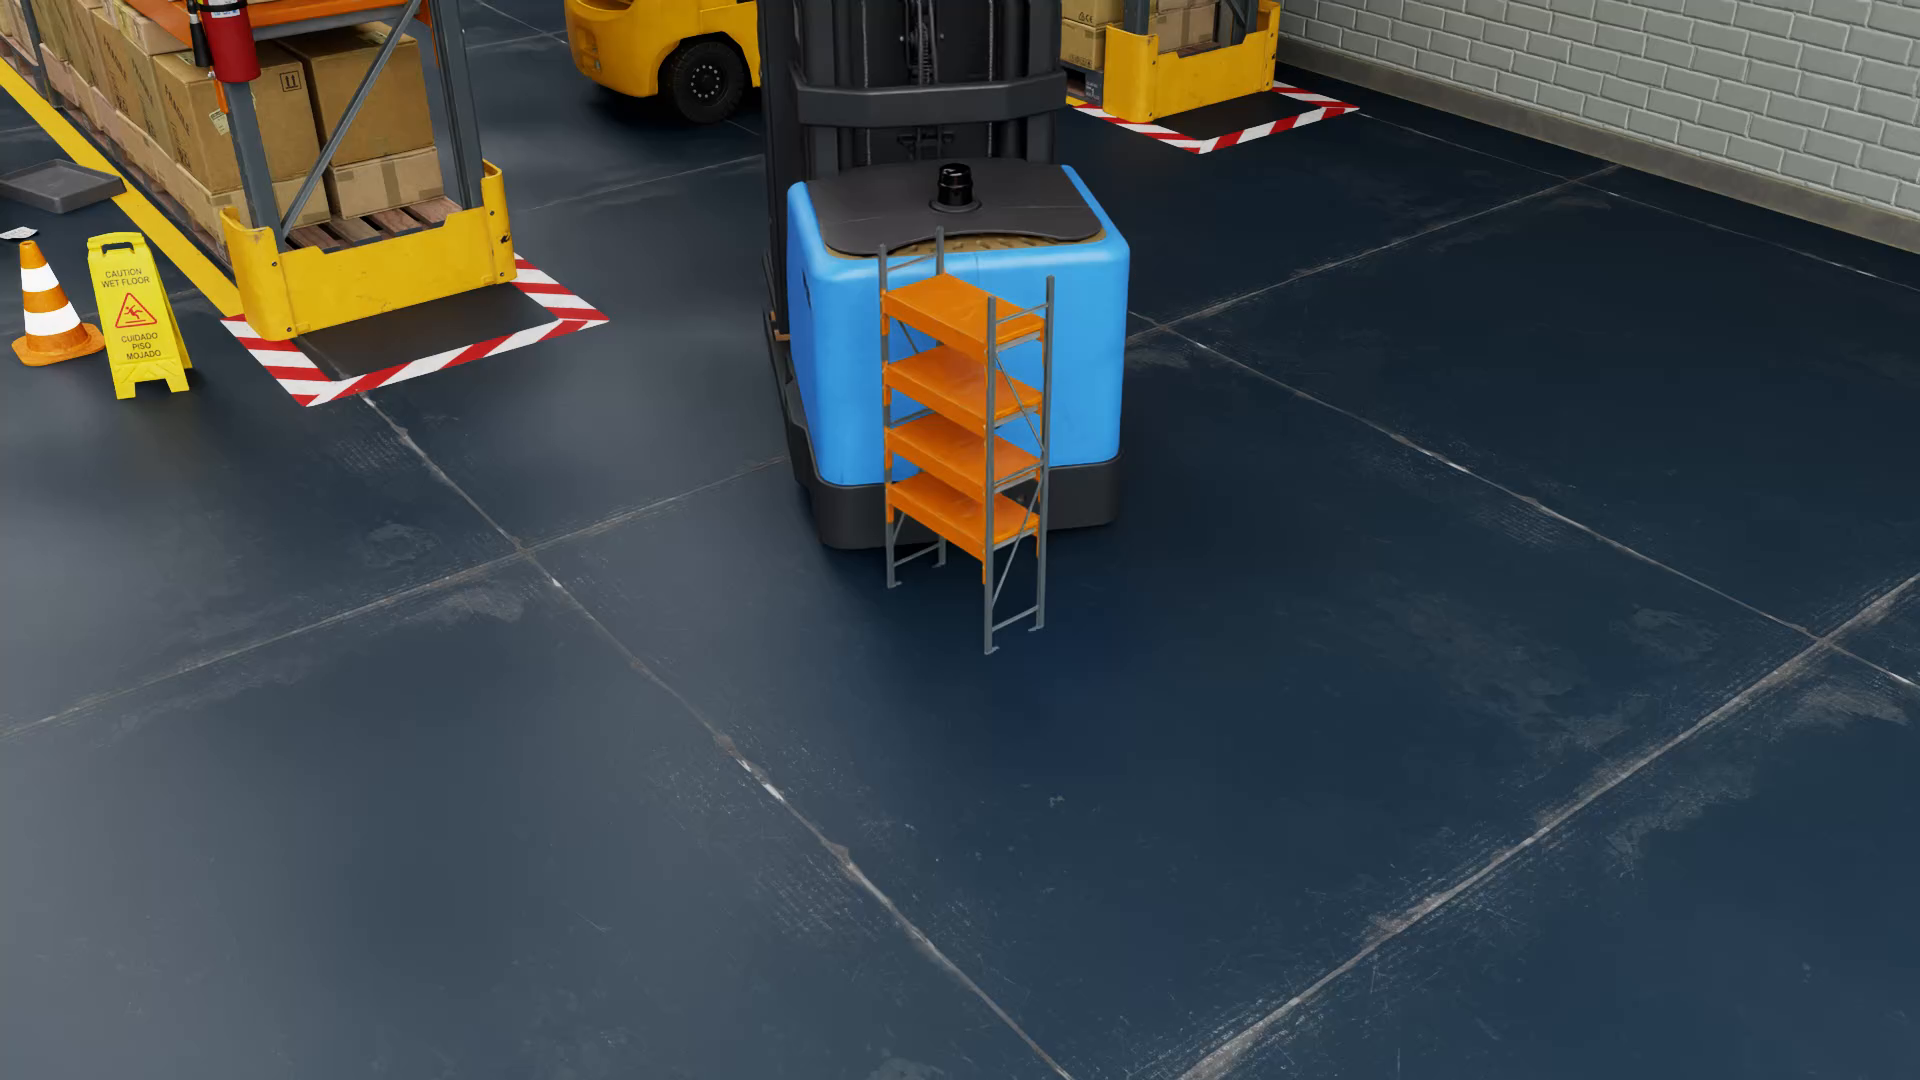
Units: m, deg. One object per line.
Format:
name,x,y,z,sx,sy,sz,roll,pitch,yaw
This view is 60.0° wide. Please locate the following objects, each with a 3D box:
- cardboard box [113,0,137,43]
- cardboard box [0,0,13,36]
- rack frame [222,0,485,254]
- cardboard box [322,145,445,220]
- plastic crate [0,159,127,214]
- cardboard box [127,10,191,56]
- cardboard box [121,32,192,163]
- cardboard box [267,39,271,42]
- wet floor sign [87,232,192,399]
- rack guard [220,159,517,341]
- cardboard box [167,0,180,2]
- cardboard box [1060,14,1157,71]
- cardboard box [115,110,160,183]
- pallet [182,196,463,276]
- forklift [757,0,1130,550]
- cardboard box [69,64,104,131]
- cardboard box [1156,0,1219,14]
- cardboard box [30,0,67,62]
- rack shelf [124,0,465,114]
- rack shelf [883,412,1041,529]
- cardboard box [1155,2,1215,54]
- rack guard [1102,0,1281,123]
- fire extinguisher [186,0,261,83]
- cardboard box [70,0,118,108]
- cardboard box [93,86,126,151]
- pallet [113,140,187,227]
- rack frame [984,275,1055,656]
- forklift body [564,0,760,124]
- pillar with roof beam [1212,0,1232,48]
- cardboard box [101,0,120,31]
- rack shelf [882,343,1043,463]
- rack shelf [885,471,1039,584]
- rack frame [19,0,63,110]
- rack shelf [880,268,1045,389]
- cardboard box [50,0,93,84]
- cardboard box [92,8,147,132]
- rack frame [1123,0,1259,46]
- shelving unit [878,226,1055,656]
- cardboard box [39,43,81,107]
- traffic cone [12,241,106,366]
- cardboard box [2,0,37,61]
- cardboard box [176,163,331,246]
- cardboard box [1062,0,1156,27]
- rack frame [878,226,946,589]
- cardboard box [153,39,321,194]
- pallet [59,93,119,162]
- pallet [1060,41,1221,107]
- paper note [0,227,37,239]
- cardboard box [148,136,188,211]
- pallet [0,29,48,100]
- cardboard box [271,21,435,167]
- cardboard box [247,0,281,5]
cardboard box,-3.677,-2.431,7.704,0.380,0.149,0.250,-22,38,-31
cardboard box,-5.770,-3.586,10.773,0.950,0.372,0.625,-20,37,-29
rack frame,-2.550,-2.340,6.675,1.000,3.000,0.127,-22,38,-31
cardboard box,-2.826,-1.776,7.975,0.500,0.250,0.500,-23,38,-32
plastic crate,-4.688,-1.847,8.648,0.583,0.080,0.402,18,36,27
cardboard box,-3.525,-2.325,7.533,0.380,0.149,0.250,-21,38,-30
cardboard box,-3.570,-2.135,7.842,0.500,0.500,0.500,-21,37,-30
cardboard box,-3.165,-2.321,8.141,0.500,0.500,0.500,-24,39,-33
wet floor sign,-3.278,-0.915,6.611,0.267,0.644,0.232,-10,33,-15
rack guard,-2.596,-1.310,7.385,1.175,0.500,0.348,-22,38,-31
cardboard box,-3.191,-2.390,6.993,0.380,0.149,0.250,-23,38,-32
cardboard box,0.831,-3.051,10.028,0.500,0.250,0.500,-22,38,-31
cardboard box,-3.895,-2.035,8.392,0.500,0.250,0.500,-24,39,-33
pallet,-3.067,-1.537,8.025,1.003,0.211,1.213,-22,38,-31
forklift,-0.223,-1.977,6.156,1.130,2.935,3.031,-6,32,-9
cardboard box,-4.518,-2.465,9.085,0.500,0.250,0.500,-20,37,-29
cardboard box,1.245,-3.433,10.169,0.500,0.250,0.500,-21,38,-31
cardboard box,-4.854,-3.003,9.239,0.500,0.500,0.500,-20,37,-29
rack shelf,-3.776,-2.868,8.207,1.077,0.370,4.000,-22,38,-31
rack shelf,0.013,-0.235,5.118,0.258,0.148,0.480,-24,39,-33
cardboard box,1.222,-3.226,10.309,0.500,0.250,0.500,-22,38,-31
rack guard,1.384,-2.876,9.906,1.175,0.500,0.348,-22,38,-31
fire extinguisher,-2.844,-2.110,6.378,0.296,0.674,0.183,-22,38,-31
cardboard box,-4.200,-2.567,8.537,0.500,0.500,0.500,-20,37,-29
cardboard box,-4.190,-2.245,8.730,0.500,0.250,0.500,-23,38,-32
pallet,-3.810,-2.045,8.843,1.003,0.211,1.213,-22,38,-31
rack frame,0.171,-0.193,4.924,0.240,1.200,0.015,-24,39,-33
forklift body,-1.235,-3.787,9.809,2.313,2.155,1.214,-22,38,-31
pillar with roof beam,-1.747,-5.685,6.374,9.100,9.000,0.400,-22,38,-31
cardboard box,-3.837,-2.541,7.881,0.380,0.149,0.250,-21,37,-29
rack shelf,0.013,-0.425,5.000,0.258,0.148,0.480,-24,39,-33
rack shelf,0.013,-0.066,5.223,0.258,0.148,0.480,-24,39,-33
rack frame,-5.003,-4.007,9.359,1.000,3.000,0.127,-22,38,-31
rack shelf,0.013,-0.626,4.875,0.258,0.148,0.480,-24,39,-33
cardboard box,-4.516,-2.783,8.886,0.500,0.500,0.500,-21,37,-30
cardboard box,-3.874,-2.347,8.184,0.500,0.500,0.500,-23,39,-32
rack frame,1.369,-3.948,9.263,1.000,3.000,0.127,-22,38,-31
shelving unit,0.013,-0.292,5.083,0.258,1.200,0.503,-24,39,-33
cardboard box,-4.854,-2.684,9.437,0.500,0.250,0.500,-24,39,-33
traffic cone,-3.832,-1.024,6.961,0.336,0.463,0.334,-22,38,-31
cardboard box,-5.326,-3.287,10.292,0.950,0.372,0.625,-22,38,-31
cardboard box,-3.273,-1.610,7.708,0.500,0.250,0.500,-22,38,-32
cardboard box,0.824,-3.272,9.909,0.500,0.250,0.500,-23,38,-32
rack frame,-0.144,-0.390,5.241,0.240,1.200,0.015,-24,39,-33
cardboard box,-3.247,-1.918,7.493,0.500,0.500,0.500,-22,38,-31
pallet,-4.563,-2.554,9.662,1.003,0.211,1.213,-22,38,-31
pallet,0.867,-3.068,10.490,1.003,0.211,1.213,-22,38,-31
paper note,-4.618,-1.508,8.149,0.148,0.019,0.142,18,36,27
cardboard box,-3.569,-1.819,8.043,0.500,0.250,0.500,-22,38,-31
pallet,-5.481,-3.147,10.616,1.003,0.211,1.213,-22,38,-31
cardboard box,-2.841,-2.104,7.792,0.500,0.500,0.500,-24,39,-33
cardboard box,-2.948,-2.320,6.880,0.380,0.149,0.250,-21,37,-30
